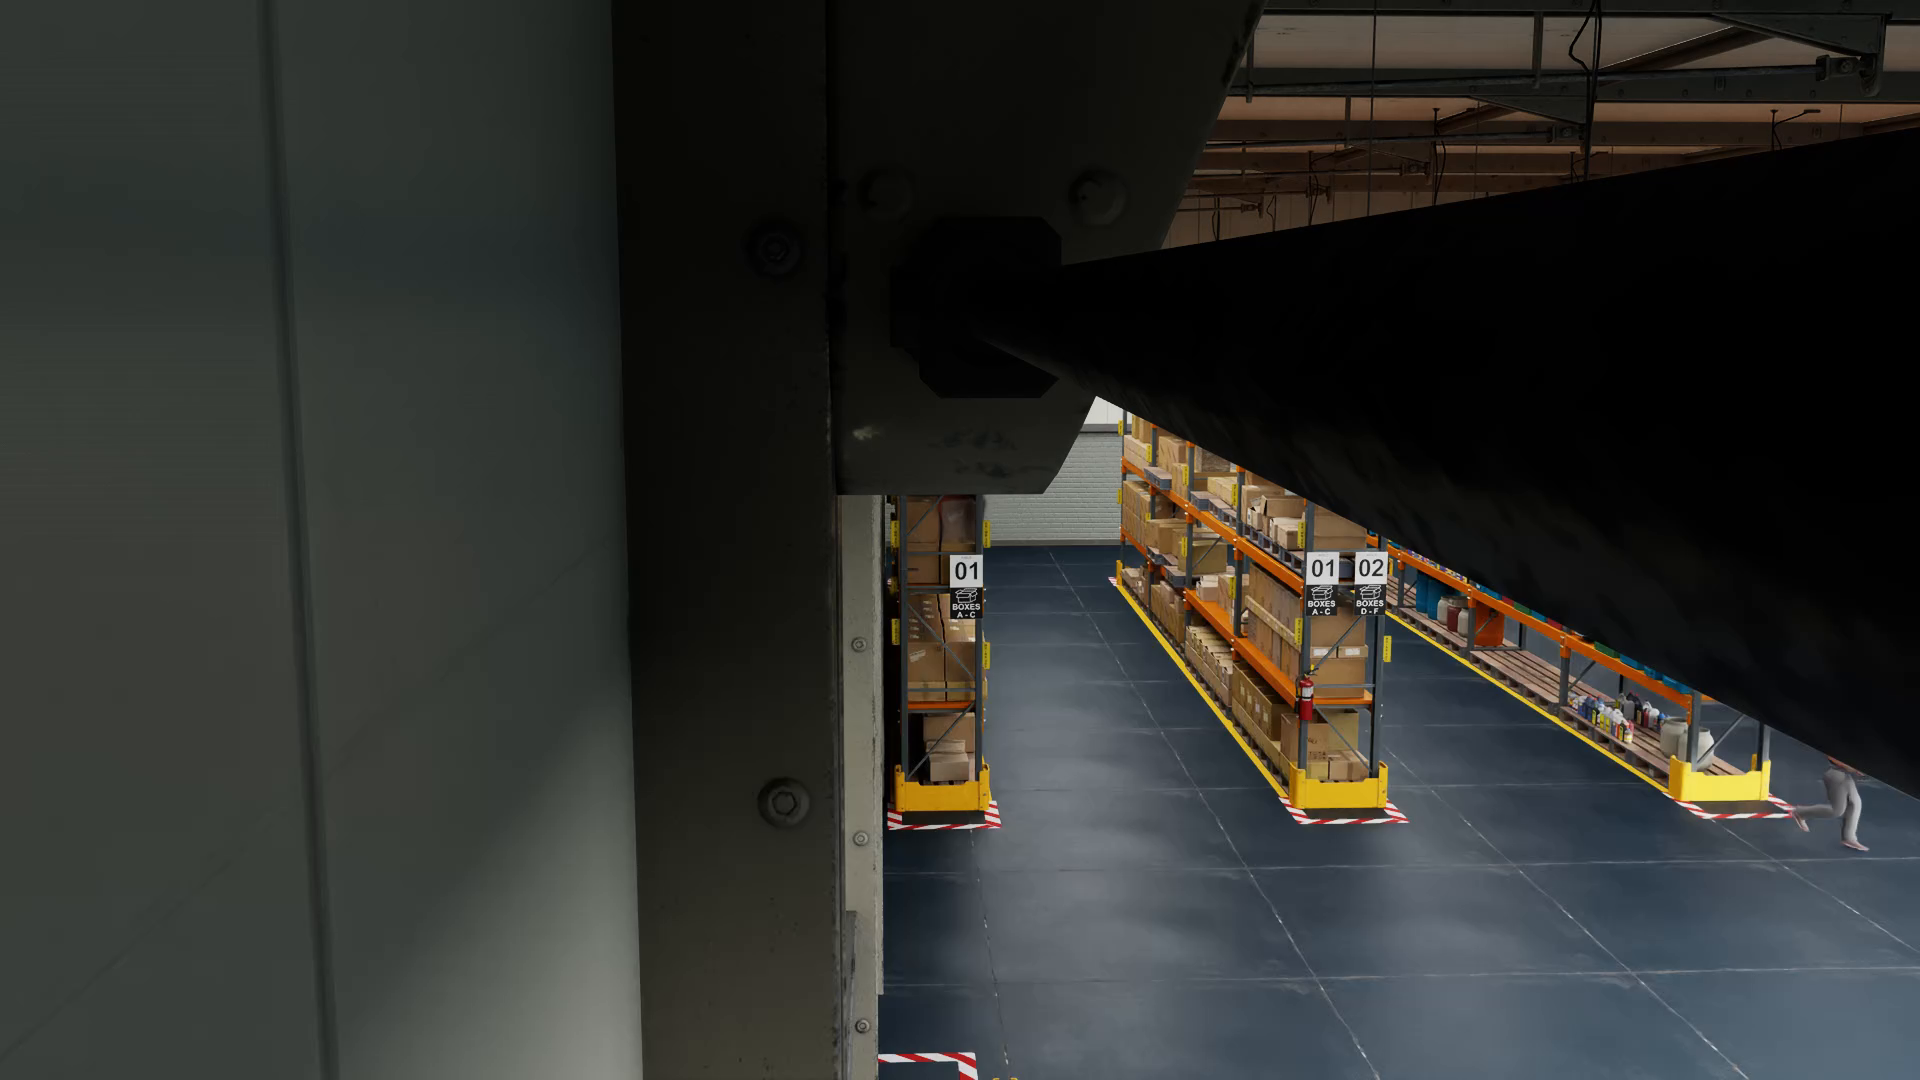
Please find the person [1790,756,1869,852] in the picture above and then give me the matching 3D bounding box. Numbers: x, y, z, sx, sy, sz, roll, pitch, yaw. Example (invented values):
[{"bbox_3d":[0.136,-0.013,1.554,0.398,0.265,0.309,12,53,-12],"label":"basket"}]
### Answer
[{"bbox_3d":[10.062,2.738,19.152,0.827,1.645,0.568,5,10,30],"label":"person"}]
